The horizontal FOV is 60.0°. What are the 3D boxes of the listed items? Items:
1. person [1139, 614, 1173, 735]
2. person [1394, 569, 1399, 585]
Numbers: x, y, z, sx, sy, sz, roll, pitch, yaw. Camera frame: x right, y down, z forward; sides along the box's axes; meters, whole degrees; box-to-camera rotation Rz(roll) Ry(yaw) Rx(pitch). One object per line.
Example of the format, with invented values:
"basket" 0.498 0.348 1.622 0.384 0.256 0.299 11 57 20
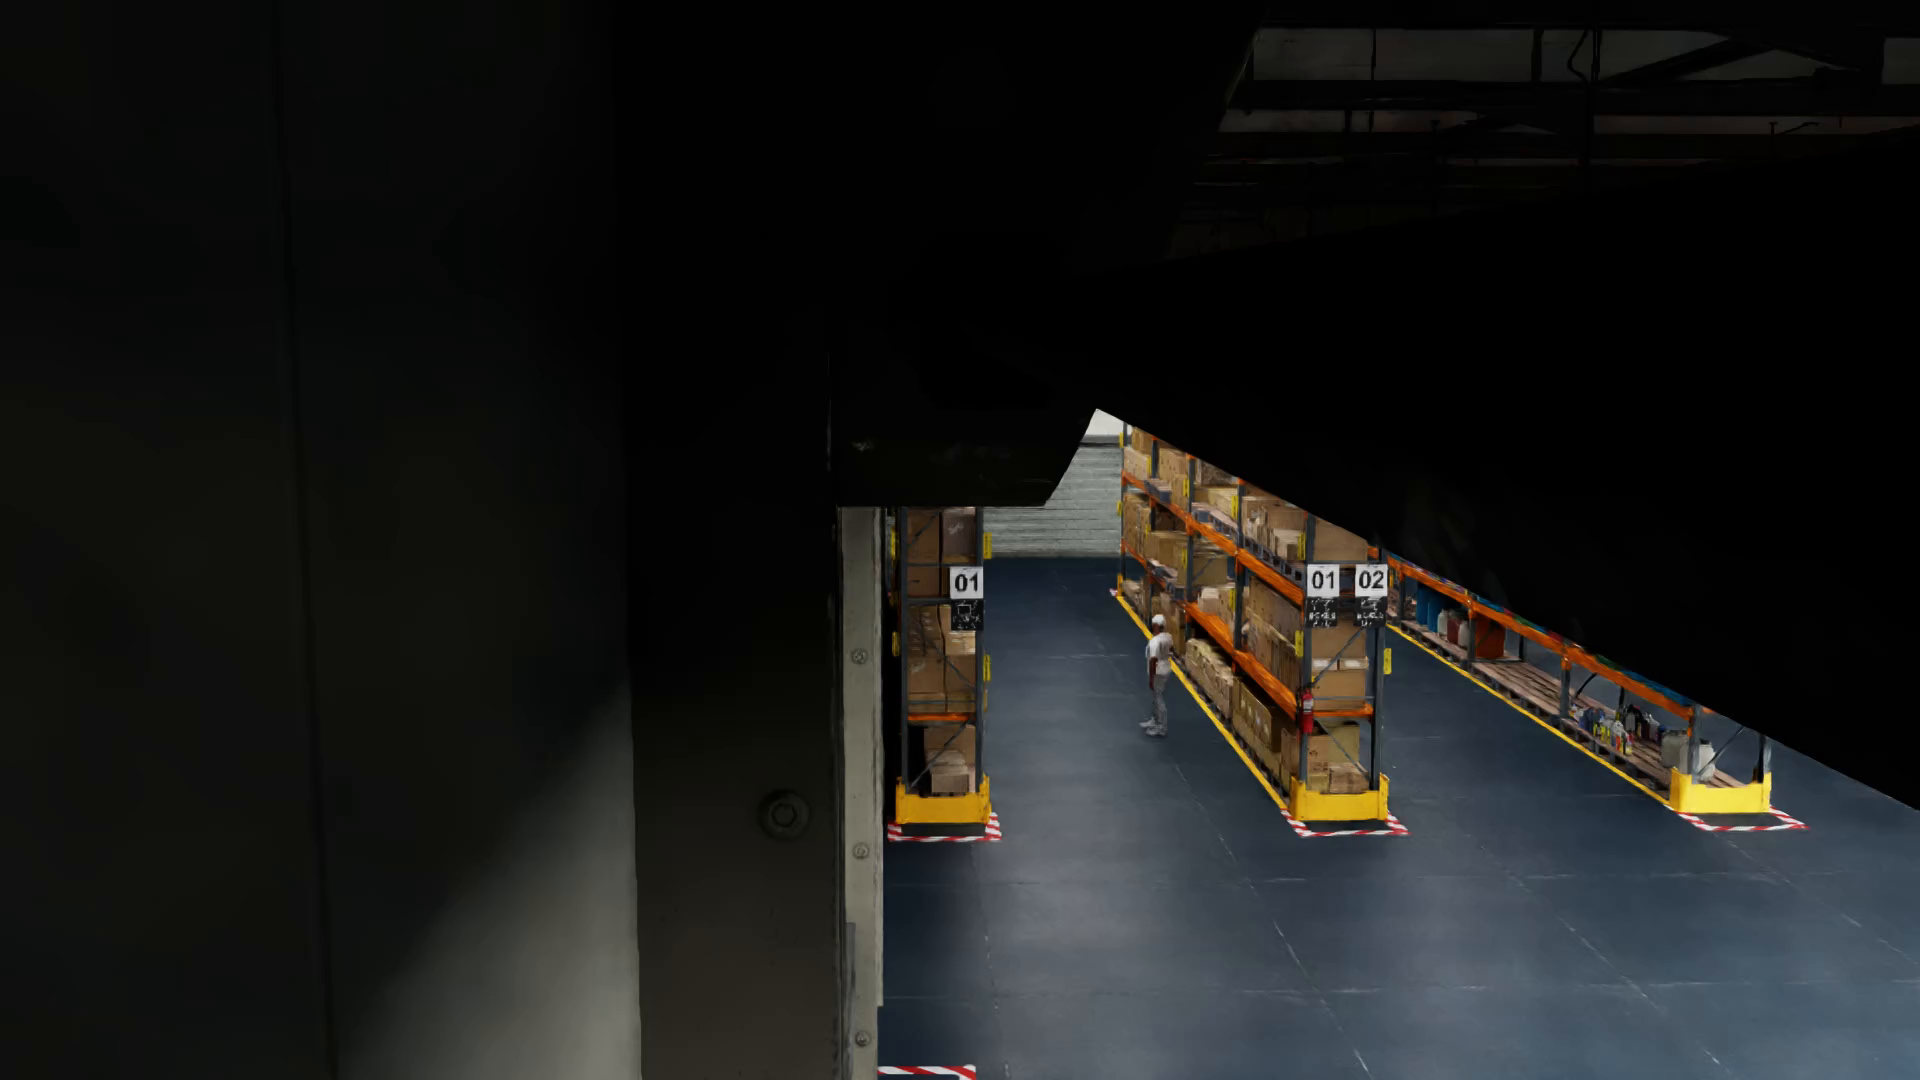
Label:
"person" 2.898 1.977 24.727 0.502 1.764 0.624 4 9 28
"person" 10.235 0.211 37.584 0.706 1.693 0.827 -3 9 -21
